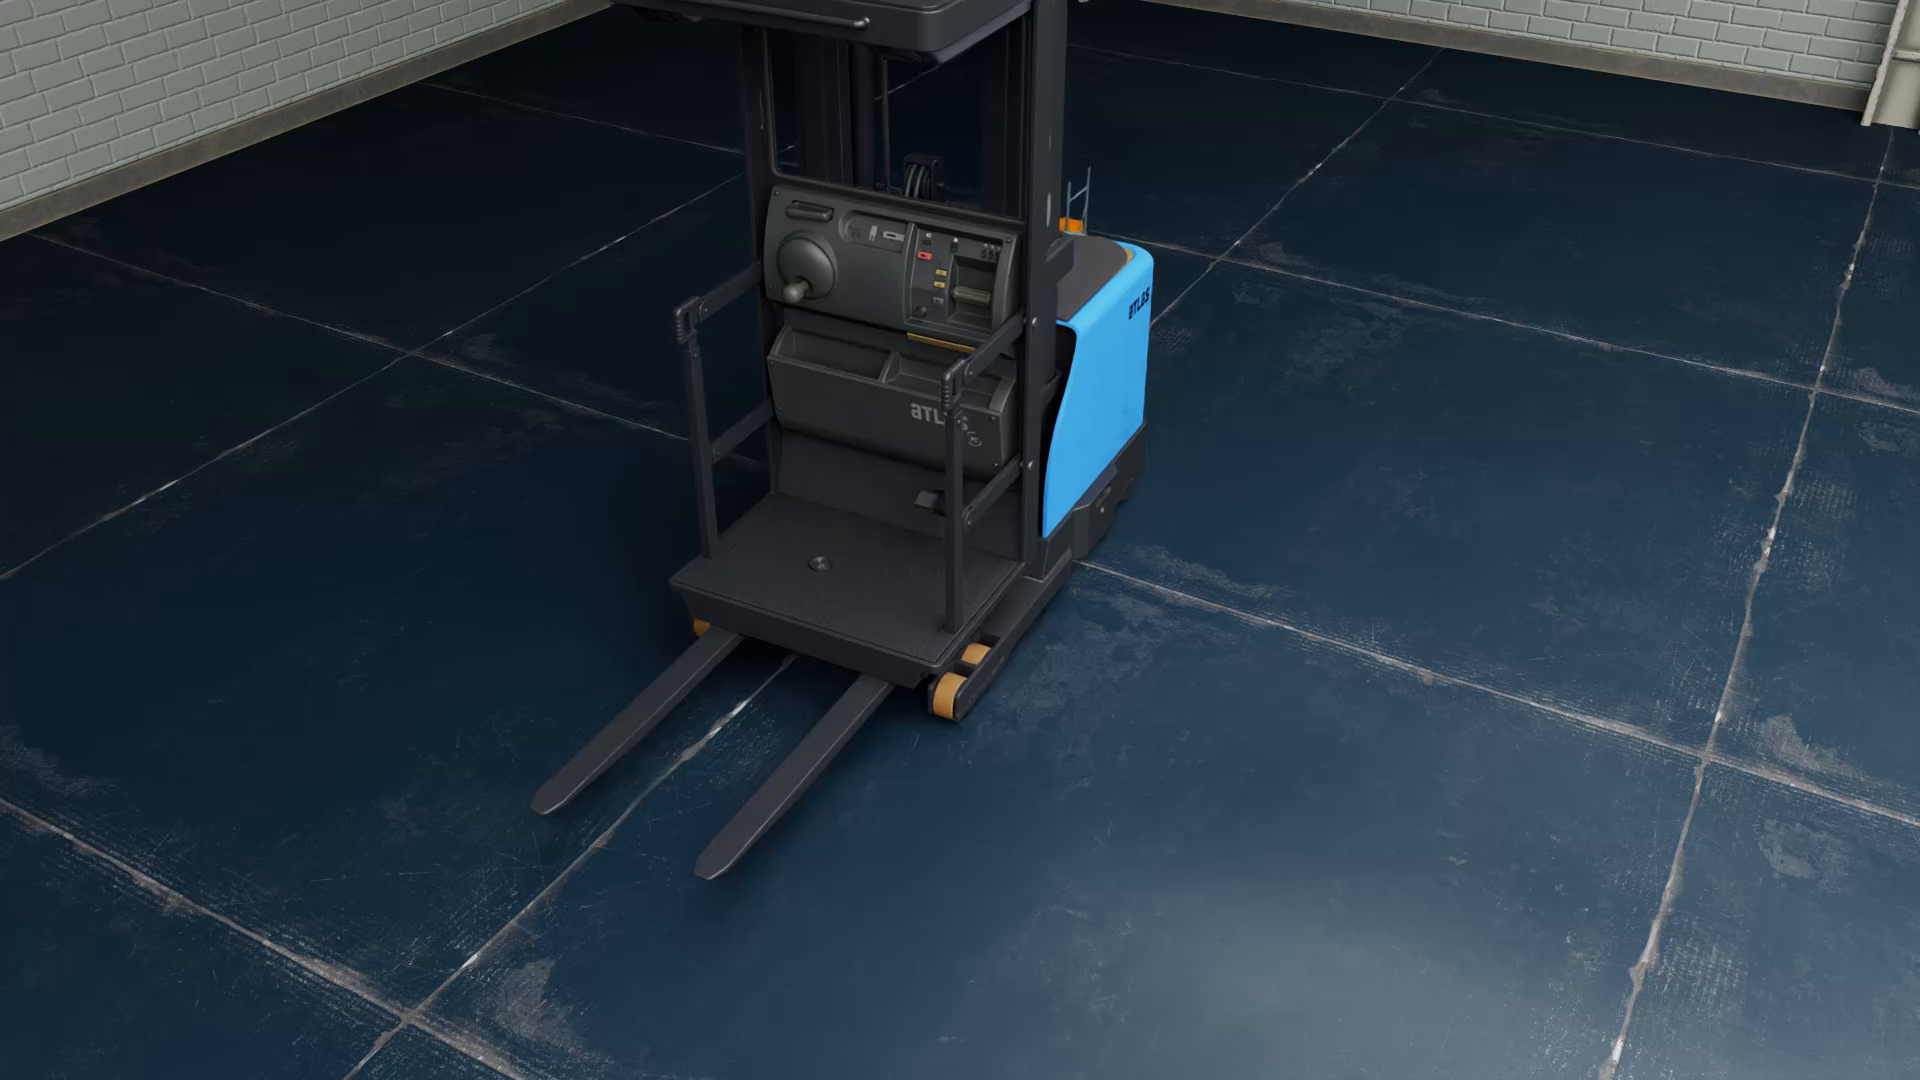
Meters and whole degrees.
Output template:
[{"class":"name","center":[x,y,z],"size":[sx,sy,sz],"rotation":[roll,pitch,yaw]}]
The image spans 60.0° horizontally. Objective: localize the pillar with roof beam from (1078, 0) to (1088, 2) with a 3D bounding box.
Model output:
[{"class":"pillar with roof beam","center":[-1.250,-6.042,7.704],"size":[0.400,9.000,9.100],"rotation":[18,37,24]}]

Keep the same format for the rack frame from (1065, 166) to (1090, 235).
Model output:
[{"class":"rack frame","center":[0.475,-0.985,7.134],"size":[0.006,1.200,0.240],"rotation":[14,33,20]}]

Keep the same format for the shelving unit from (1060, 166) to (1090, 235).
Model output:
[{"class":"shelving unit","center":[0.392,-1.007,7.166],"size":[0.189,1.200,0.258],"rotation":[14,33,20]}]

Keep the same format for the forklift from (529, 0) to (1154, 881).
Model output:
[{"class":"forklift","center":[-0.340,-0.873,5.416],"size":[1.130,2.935,3.031],"rotation":[16,37,22]}]

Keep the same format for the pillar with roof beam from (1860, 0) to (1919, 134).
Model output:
[{"class":"pillar with roof beam","center":[3.959,-4.392,5.226],"size":[0.400,9.000,9.100],"rotation":[18,37,24]}]

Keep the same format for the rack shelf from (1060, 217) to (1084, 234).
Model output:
[{"class":"rack shelf","center":[0.400,-1.278,7.005],"size":[0.180,0.103,0.258],"rotation":[14,33,20]}]
